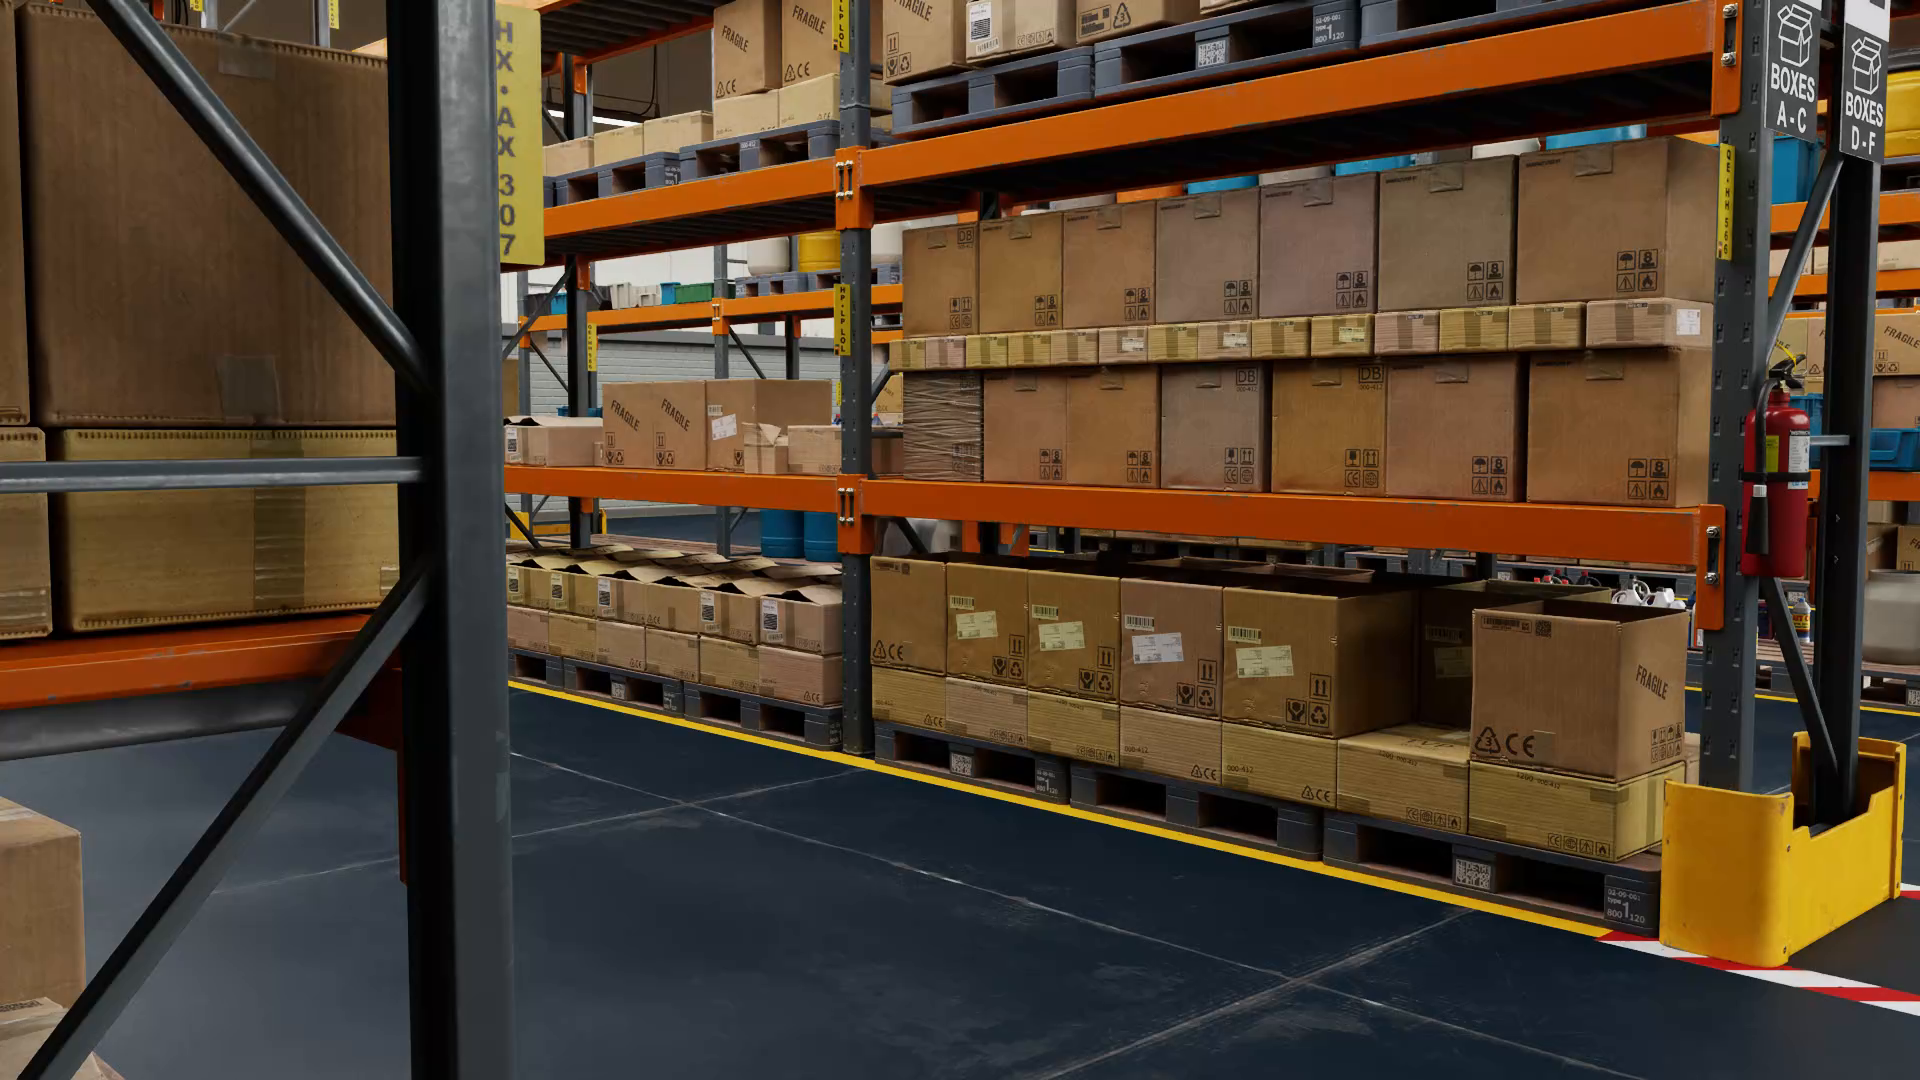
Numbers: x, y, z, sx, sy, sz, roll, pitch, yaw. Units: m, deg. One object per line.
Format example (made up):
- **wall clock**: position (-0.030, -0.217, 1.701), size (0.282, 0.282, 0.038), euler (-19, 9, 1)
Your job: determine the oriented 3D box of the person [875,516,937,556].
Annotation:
- **person**: position (-0.497, -0.064, 12.489), size (0.715, 1.516, 0.411), euler (4, 6, 45)
